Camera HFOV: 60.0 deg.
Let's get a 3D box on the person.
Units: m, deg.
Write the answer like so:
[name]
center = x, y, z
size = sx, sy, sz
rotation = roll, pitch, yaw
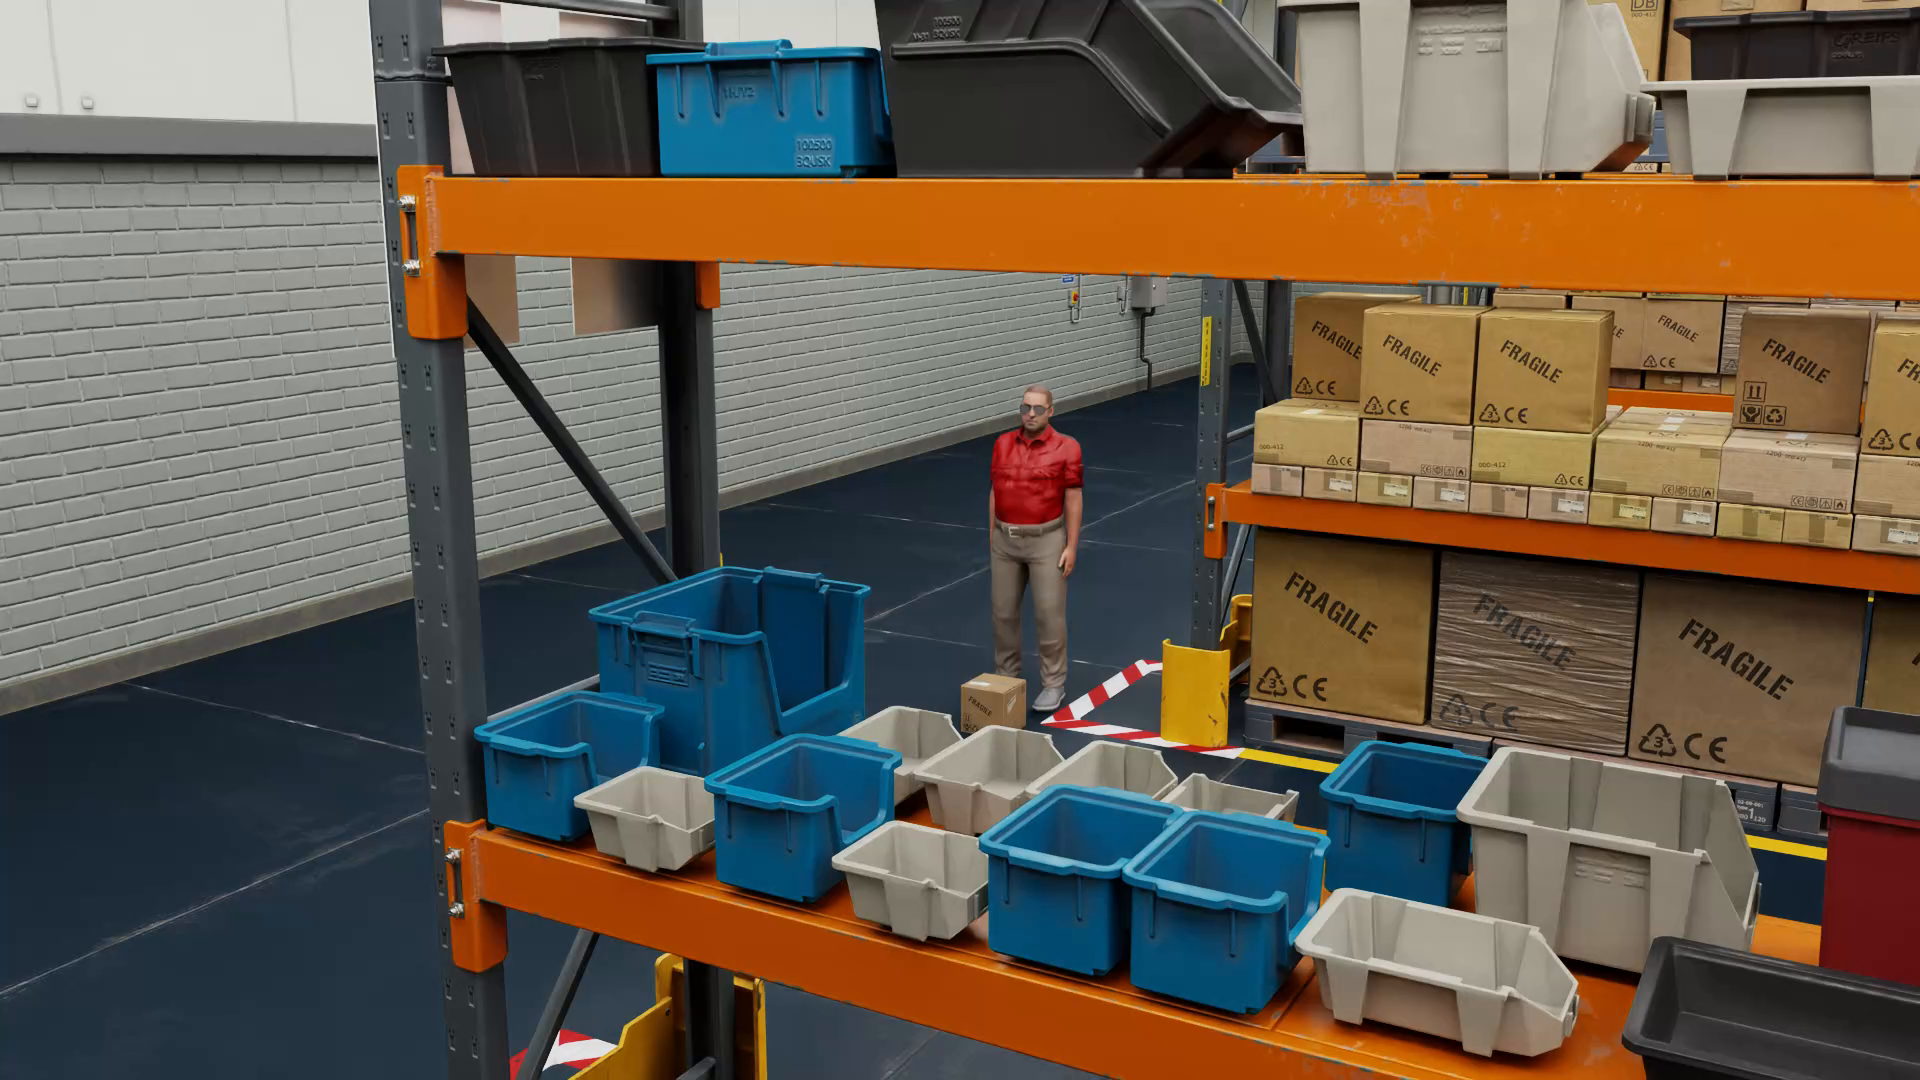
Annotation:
[person]
center = 0.384, 0.058, 8.861
size = 0.527, 1.764, 0.370
rotation = 5, 14, 23
